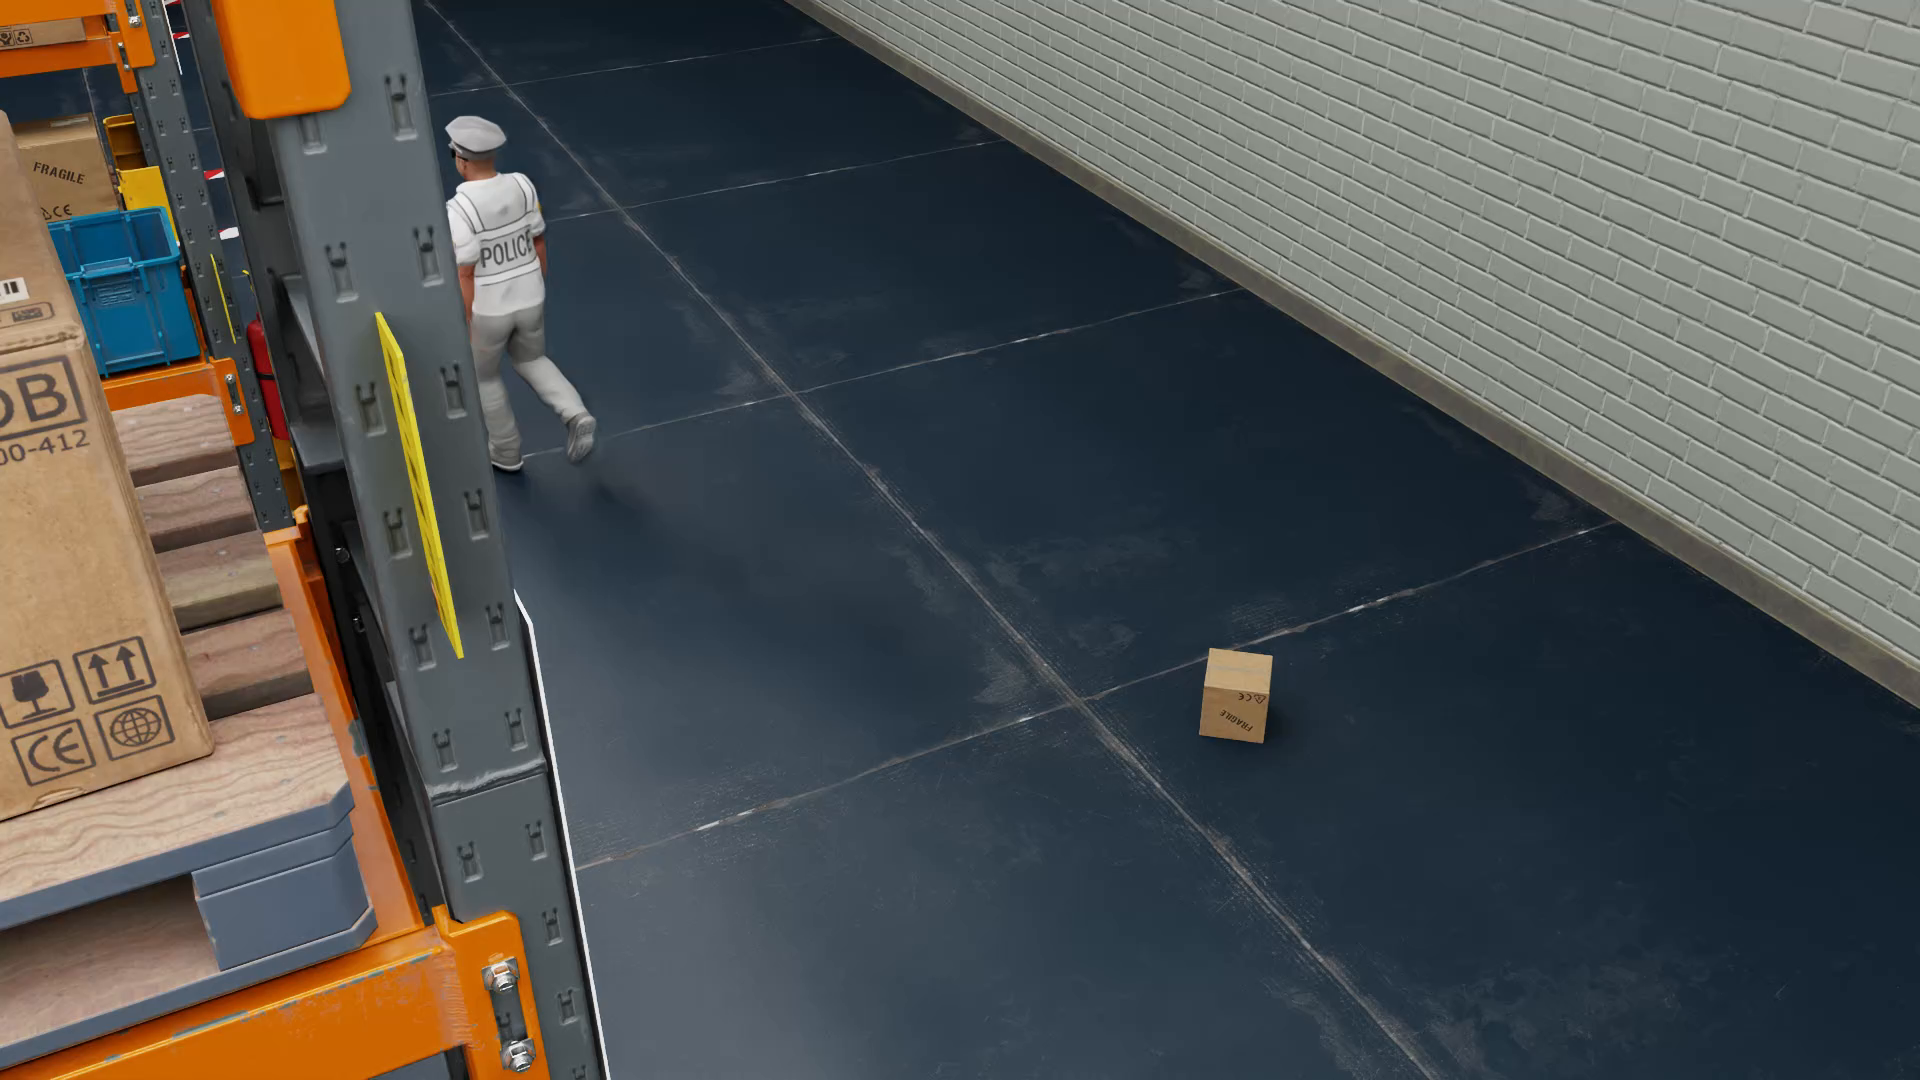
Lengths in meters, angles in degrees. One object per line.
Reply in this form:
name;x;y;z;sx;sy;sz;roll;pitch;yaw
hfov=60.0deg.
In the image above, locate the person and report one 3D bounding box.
person;-2.113;-1.106;7.799;0.675;1.752;0.534;24;40;32
